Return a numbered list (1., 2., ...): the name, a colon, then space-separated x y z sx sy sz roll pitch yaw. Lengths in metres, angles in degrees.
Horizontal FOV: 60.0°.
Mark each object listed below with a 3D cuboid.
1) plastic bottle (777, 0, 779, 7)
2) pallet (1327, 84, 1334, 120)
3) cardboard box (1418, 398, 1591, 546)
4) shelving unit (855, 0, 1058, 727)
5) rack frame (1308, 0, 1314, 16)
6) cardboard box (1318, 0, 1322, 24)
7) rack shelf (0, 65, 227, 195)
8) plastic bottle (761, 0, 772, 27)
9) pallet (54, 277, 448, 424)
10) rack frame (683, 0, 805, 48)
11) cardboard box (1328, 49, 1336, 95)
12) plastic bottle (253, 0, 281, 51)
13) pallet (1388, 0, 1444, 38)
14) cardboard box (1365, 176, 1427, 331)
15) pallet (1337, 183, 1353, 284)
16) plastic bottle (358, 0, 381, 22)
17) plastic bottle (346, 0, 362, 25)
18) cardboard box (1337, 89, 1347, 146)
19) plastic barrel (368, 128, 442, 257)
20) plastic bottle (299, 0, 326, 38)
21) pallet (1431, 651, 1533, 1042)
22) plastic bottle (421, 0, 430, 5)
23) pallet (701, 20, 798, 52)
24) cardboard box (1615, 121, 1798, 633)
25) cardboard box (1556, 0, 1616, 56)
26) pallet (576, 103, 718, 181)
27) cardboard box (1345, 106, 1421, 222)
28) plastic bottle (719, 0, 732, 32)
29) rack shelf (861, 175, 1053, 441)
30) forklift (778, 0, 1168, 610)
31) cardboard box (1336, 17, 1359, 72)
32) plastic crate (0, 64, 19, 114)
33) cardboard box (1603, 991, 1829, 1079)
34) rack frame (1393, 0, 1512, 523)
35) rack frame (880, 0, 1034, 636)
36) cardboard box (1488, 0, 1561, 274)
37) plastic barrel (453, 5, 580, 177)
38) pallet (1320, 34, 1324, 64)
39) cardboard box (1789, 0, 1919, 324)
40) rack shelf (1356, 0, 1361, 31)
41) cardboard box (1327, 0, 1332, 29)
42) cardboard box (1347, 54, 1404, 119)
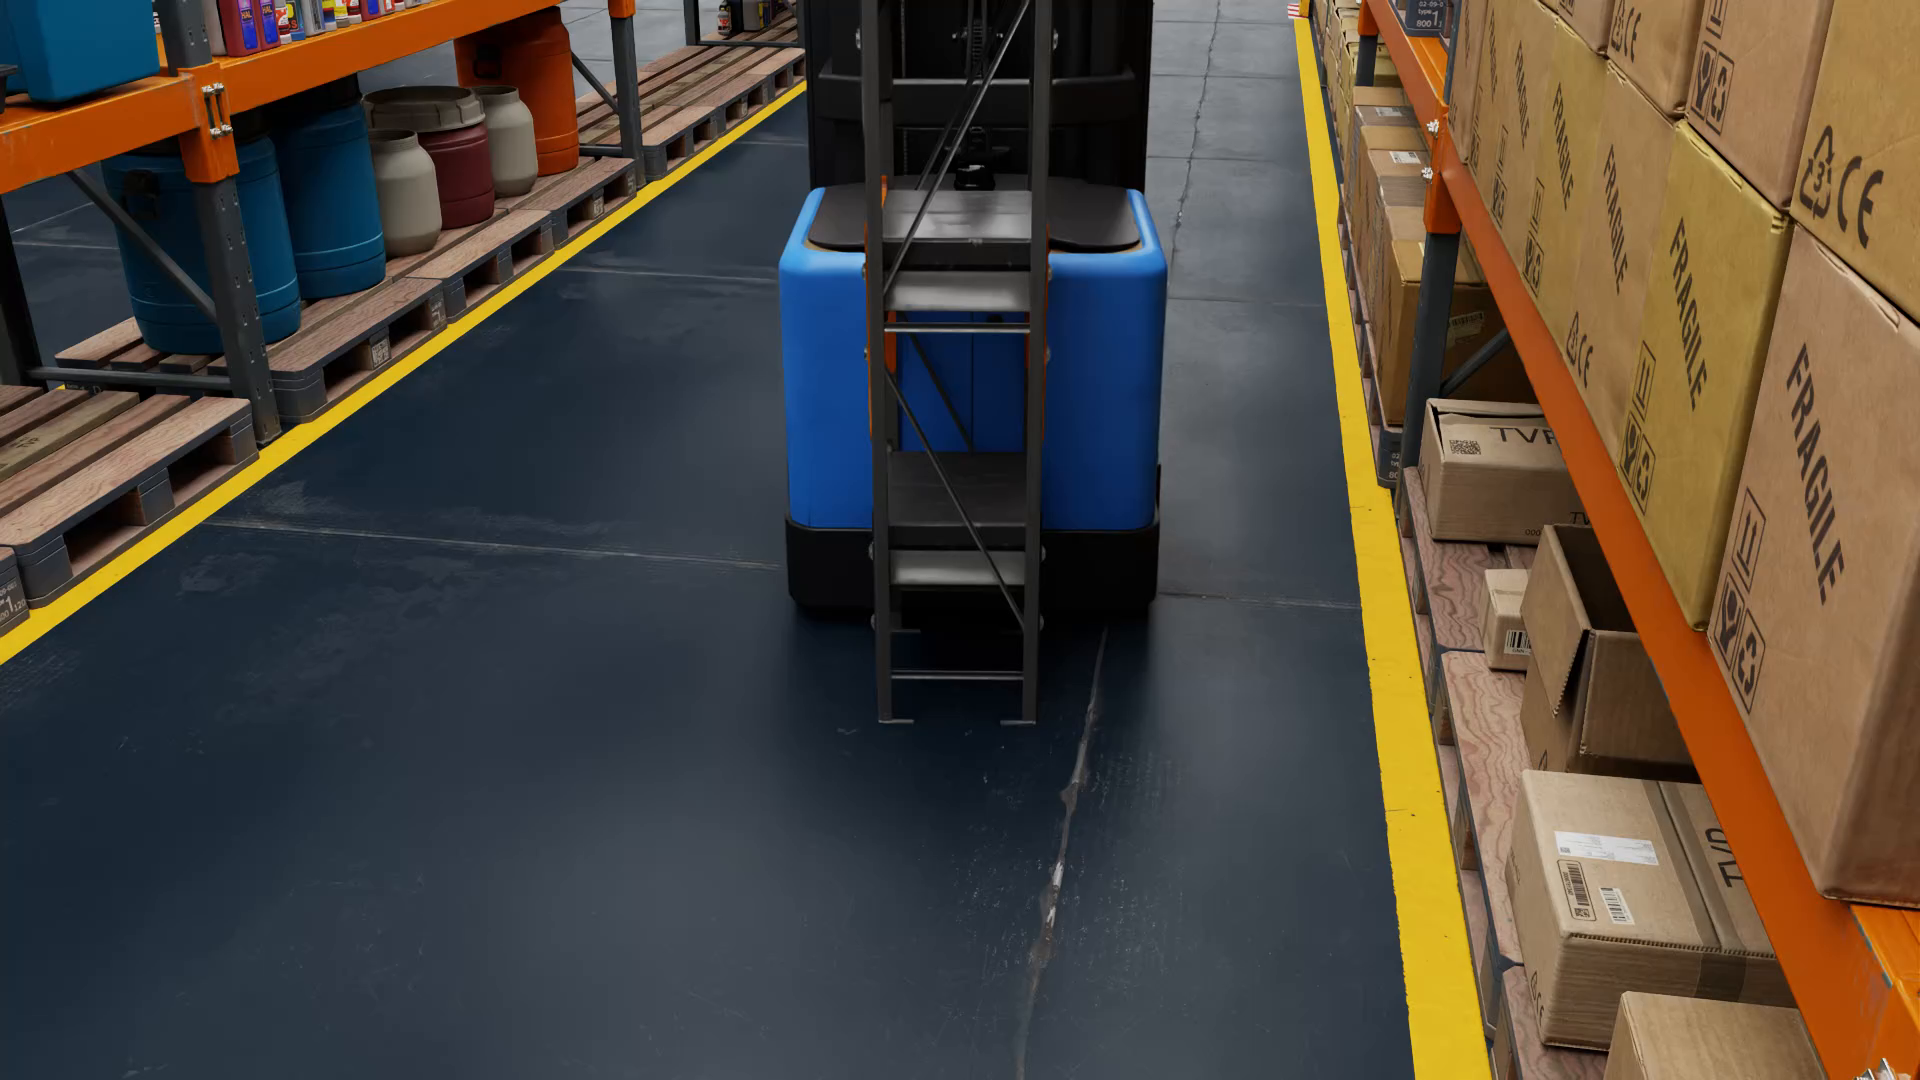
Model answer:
1. plastic bottle: -1.673 -4.909 14.884 0.061 0.283 0.133 4 25 9
2. pallet: 3.136 -3.179 11.792 1.003 0.211 1.213 4 25 9
3. cardboard box: 1.629 -0.227 4.850 0.500 0.311 0.500 4 25 9
4. shelving unit: -0.003 -0.583 4.018 0.431 2.100 0.503 0 25 1
5. rack frame: 3.872 -6.425 15.439 1.000 3.000 0.127 4 25 9
6. cardboard box: 3.318 -4.534 14.146 0.500 0.250 0.500 4 25 9
7. rack shelf: -3.302 -0.589 3.818 1.077 0.370 4.000 4 25 9
8. plastic bottle: -1.665 -4.433 13.875 0.152 0.276 0.135 4 25 9
9. pallet: -2.808 -0.808 6.727 1.003 0.211 1.213 4 25 9
10. rack frame: -1.668 -5.097 12.601 1.000 3.000 0.127 4 25 9
11. cardboard box: 2.741 -3.115 11.115 0.500 0.250 0.500 3 25 7
12. plastic bottle: -2.473 -1.878 5.861 0.061 0.283 0.133 4 25 9
13. pallet: 2.251 -2.179 6.593 1.003 0.211 1.213 4 25 9
14. cardboard box: 1.880 -1.116 6.525 0.500 0.500 0.500 4 25 9
15. pallet: 2.405 -1.507 8.220 1.003 0.211 1.213 4 25 9
16. plastic bottle: -2.349 -2.194 6.536 0.061 0.283 0.133 4 25 9
17. plastic bottle: -2.386 -2.109 6.453 0.097 0.201 0.097 0 25 0
18. cardboard box: 2.491 -2.477 9.752 0.500 0.250 0.500 4 25 8
19. plastic barrel: -2.573 -1.567 7.499 0.421 0.512 0.421 0 25 0
20. plastic bottle: -2.464 -2.015 6.163 0.152 0.276 0.135 4 25 9
21. pallet: 1.601 0.656 3.601 1.003 0.211 1.213 4 25 9
22. plastic bottle: -2.289 -2.391 6.971 0.097 0.271 0.097 0 25 0
23. pallet: -1.517 -4.112 13.786 1.003 0.211 1.213 4 25 9
24. cardboard box: 1.143 -0.202 2.026 0.500 0.500 0.500 4 25 9
25. cardboard box: 1.304 -1.080 2.722 0.500 0.500 0.500 5 26 10
26. pallet: -2.157 -2.482 10.305 1.003 0.211 1.213 4 25 9
27. cardboard box: 2.128 -1.757 7.894 0.500 0.500 0.500 3 25 7
28. plastic bottle: -1.915 -4.290 13.562 0.061 0.283 0.133 5 26 11
29. rack shelf: -0.003 -0.570 4.024 0.431 0.518 0.480 0 25 1
30. forklift: 0.061 -1.711 5.448 1.130 2.935 3.031 0 25 1
31. cardboard box: 2.655 -3.153 10.533 0.500 0.311 0.500 5 25 10
32. plastic crate: -2.893 -1.167 4.459 0.437 0.125 0.590 4 25 9
33. cardboard box: 1.103 0.955 2.101 0.500 0.500 0.500 4 25 9
34. rack frame: 1.911 -1.406 4.716 1.000 3.000 0.127 4 25 9
35. rack frame: 0.002 -0.686 4.239 0.400 2.100 0.015 0 25 1
36. cardboard box: 1.394 -0.834 3.375 0.500 0.500 0.500 4 25 8
37. plastic barrel: -2.385 -2.426 8.958 0.600 0.830 0.708 4 25 9
38. pallet: 3.390 -3.819 13.160 1.003 0.211 1.213 4 25 9
39. cardboard box: 1.059 -0.437 1.348 0.500 0.500 0.500 4 25 8
40. rack shelf: 2.891 -3.590 10.230 1.077 0.370 4.000 4 25 9
41. cardboard box: 2.905 -3.796 11.907 0.500 0.311 0.500 4 25 9
42. cardboard box: 2.407 -2.514 9.170 0.500 0.311 0.500 5 25 10
